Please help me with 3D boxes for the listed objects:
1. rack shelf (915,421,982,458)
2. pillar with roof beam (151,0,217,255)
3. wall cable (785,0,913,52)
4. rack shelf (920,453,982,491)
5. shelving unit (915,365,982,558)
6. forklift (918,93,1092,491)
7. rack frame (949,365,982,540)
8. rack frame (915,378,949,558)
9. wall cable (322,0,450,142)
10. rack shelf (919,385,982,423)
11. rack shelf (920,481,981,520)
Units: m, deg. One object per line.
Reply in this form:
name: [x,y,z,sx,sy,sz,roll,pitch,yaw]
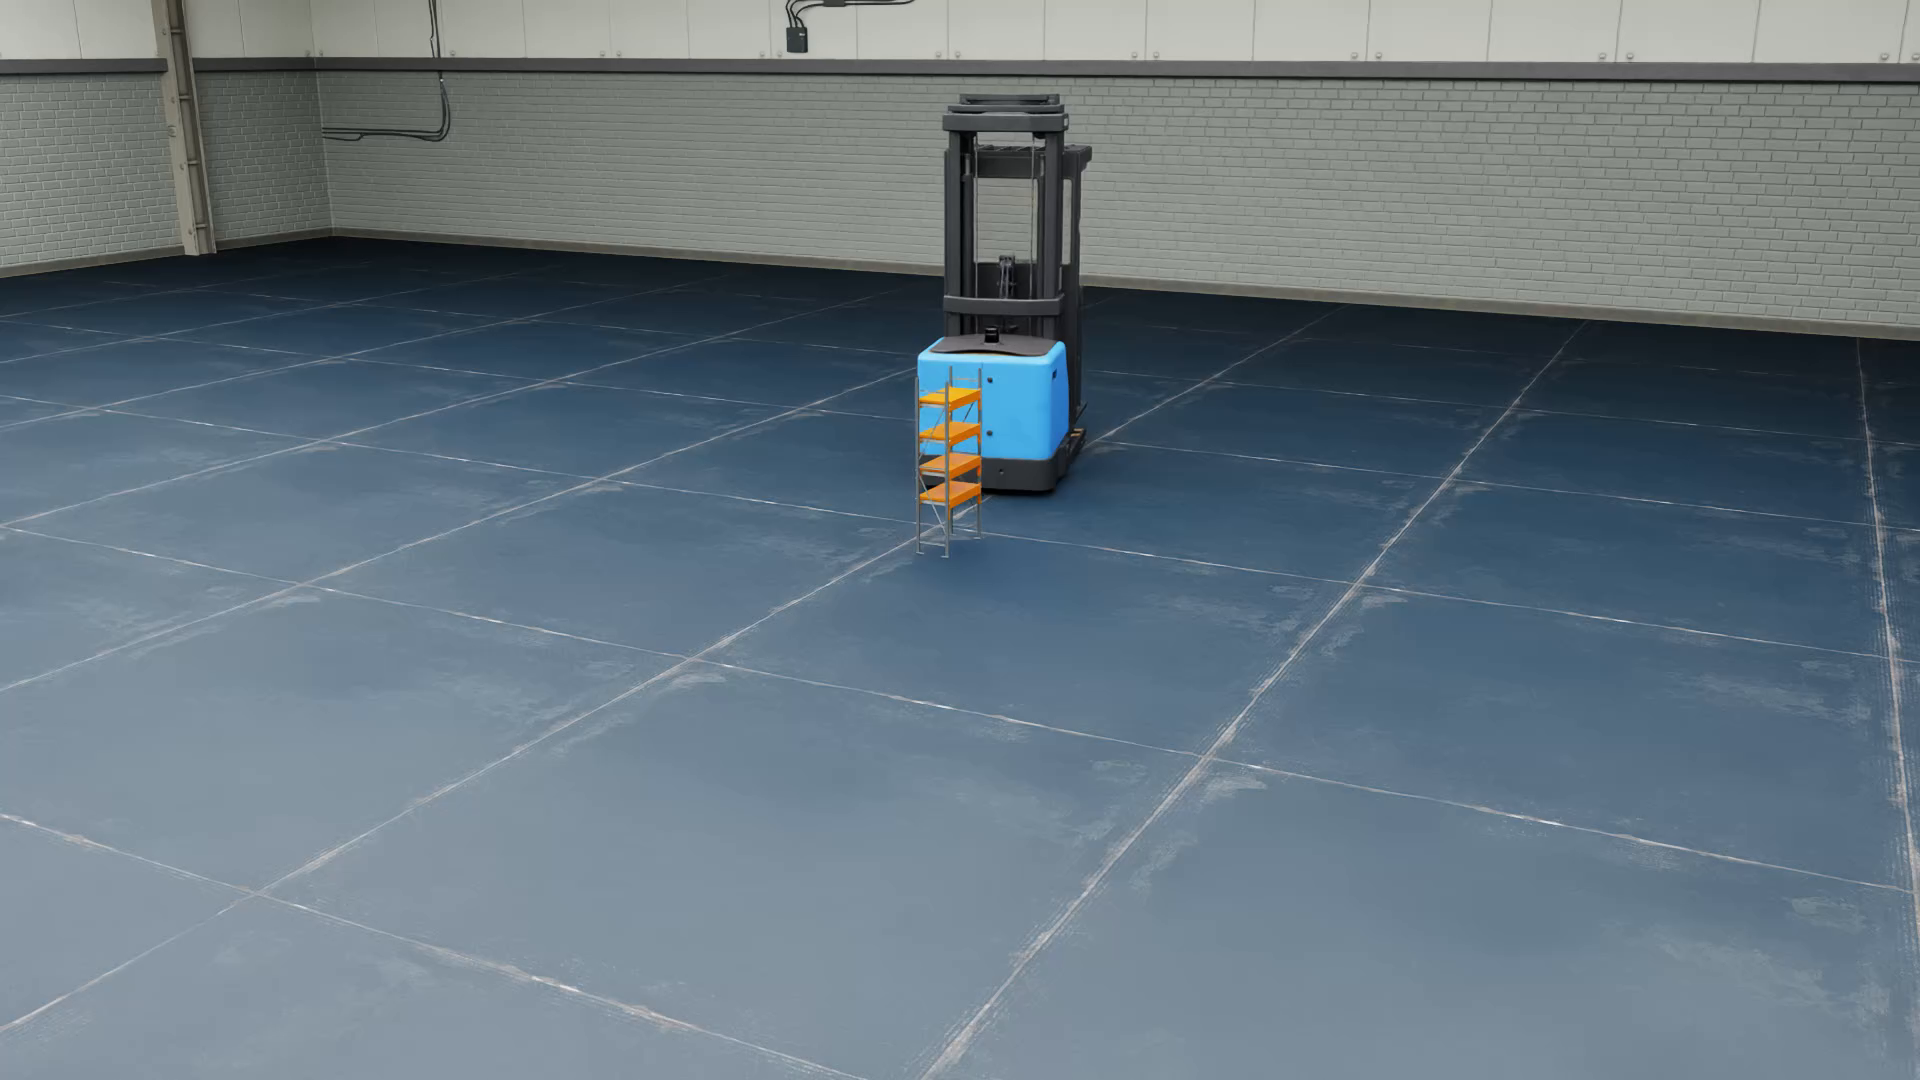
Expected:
rack shelf: [-0.074,-0.683,11.167,0.258,0.148,0.480,8,18,25]
pillar with roof beam: [-8.677,-8.490,24.303,9.100,9.000,0.400,8,18,25]
wall cable: [-1.543,-10.038,23.542,2.305,6.003,0.169,8,18,25]
rack shelf: [-0.074,-0.469,11.231,0.258,0.148,0.480,8,18,25]
shelving unit: [-0.074,-0.533,11.212,0.258,1.200,0.503,8,18,25]
forklift: [0.465,-2.152,13.622,1.130,2.935,3.031,3,17,11]
rack frame: [0.035,-0.595,11.421,0.240,1.200,0.015,8,18,25]
rack frame: [-0.183,-0.471,11.002,0.240,1.200,0.015,8,18,25]
wall cable: [-10.029,-8.131,28.549,3.097,2.526,0.112,8,18,25]
rack shelf: [-0.074,-0.910,11.100,0.258,0.148,0.480,8,18,25]
rack shelf: [-0.074,-0.278,11.287,0.258,0.148,0.480,8,18,25]
